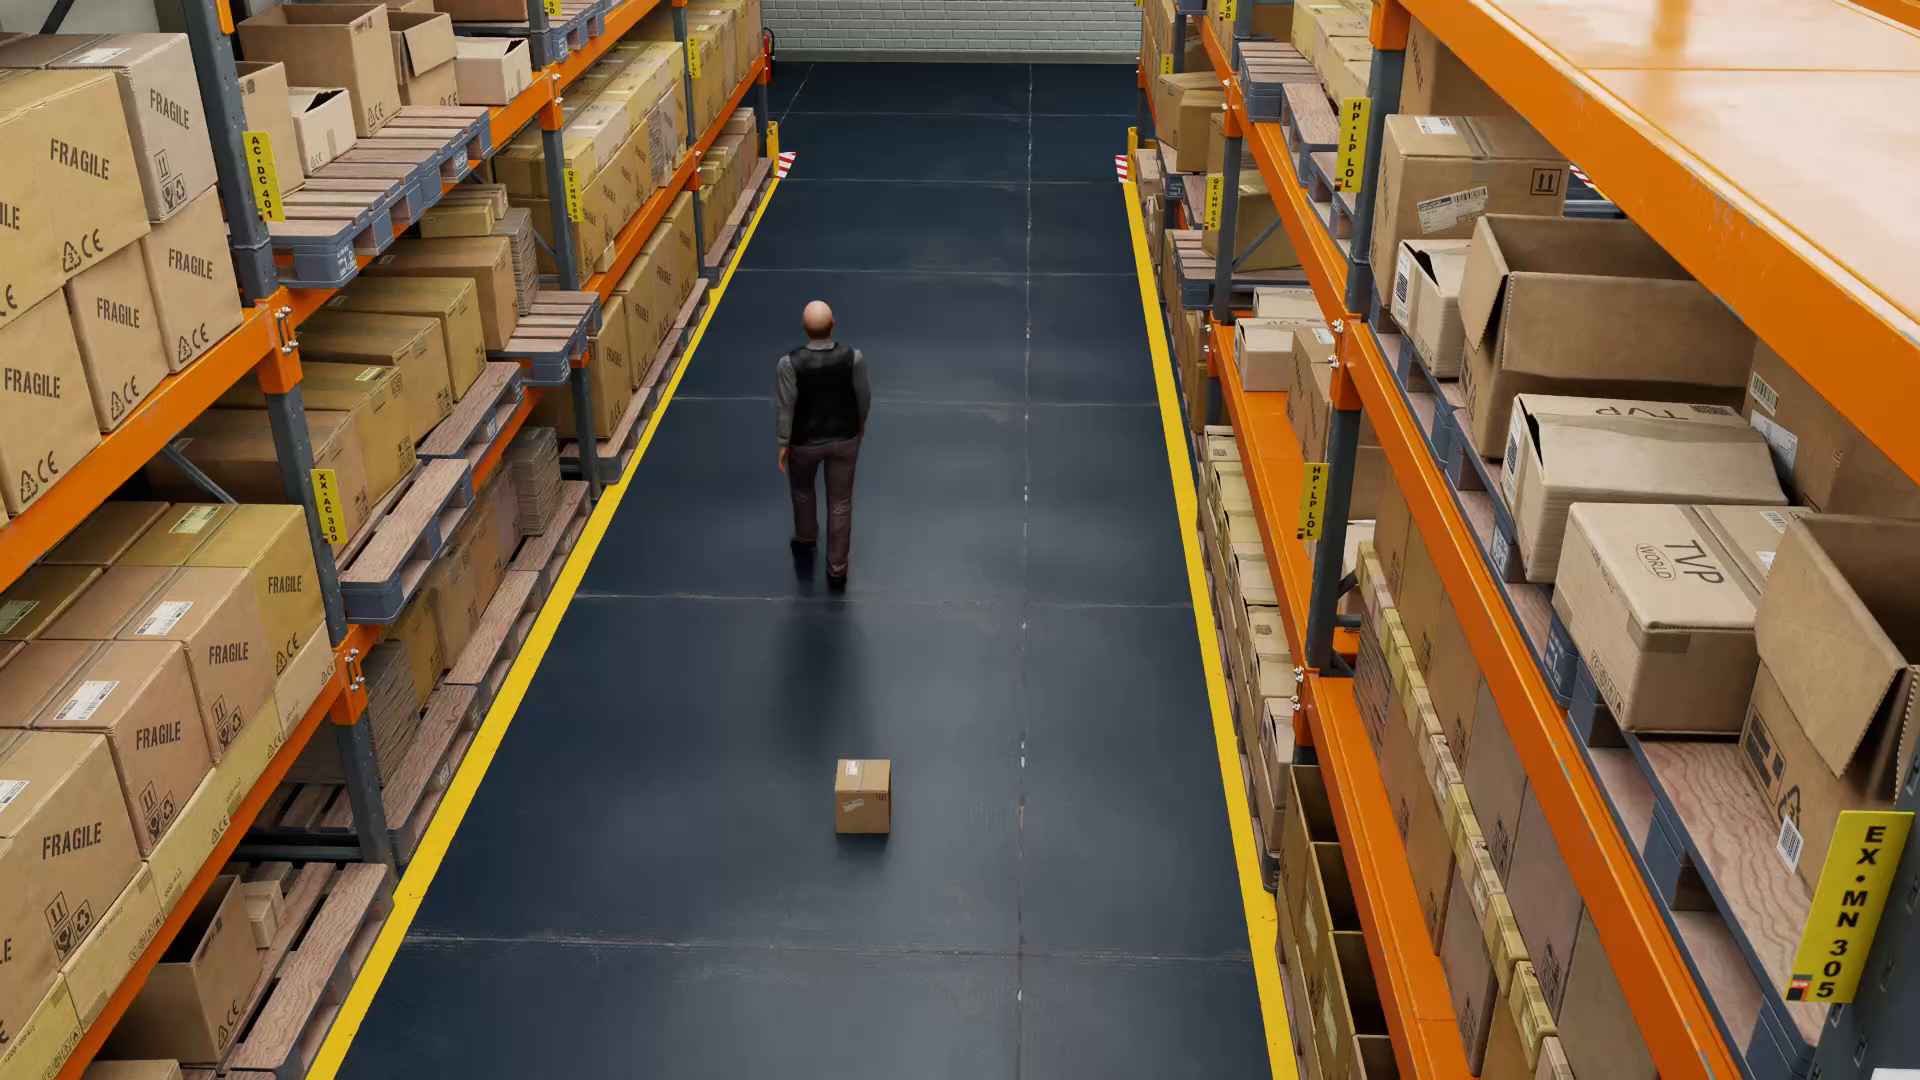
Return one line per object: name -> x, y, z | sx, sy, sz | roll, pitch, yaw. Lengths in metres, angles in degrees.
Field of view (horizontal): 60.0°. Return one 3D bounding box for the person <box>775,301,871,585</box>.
person -> -0.808, -0.600, 9.806 | 0.571, 1.758, 0.758 | -5, 28, -9
